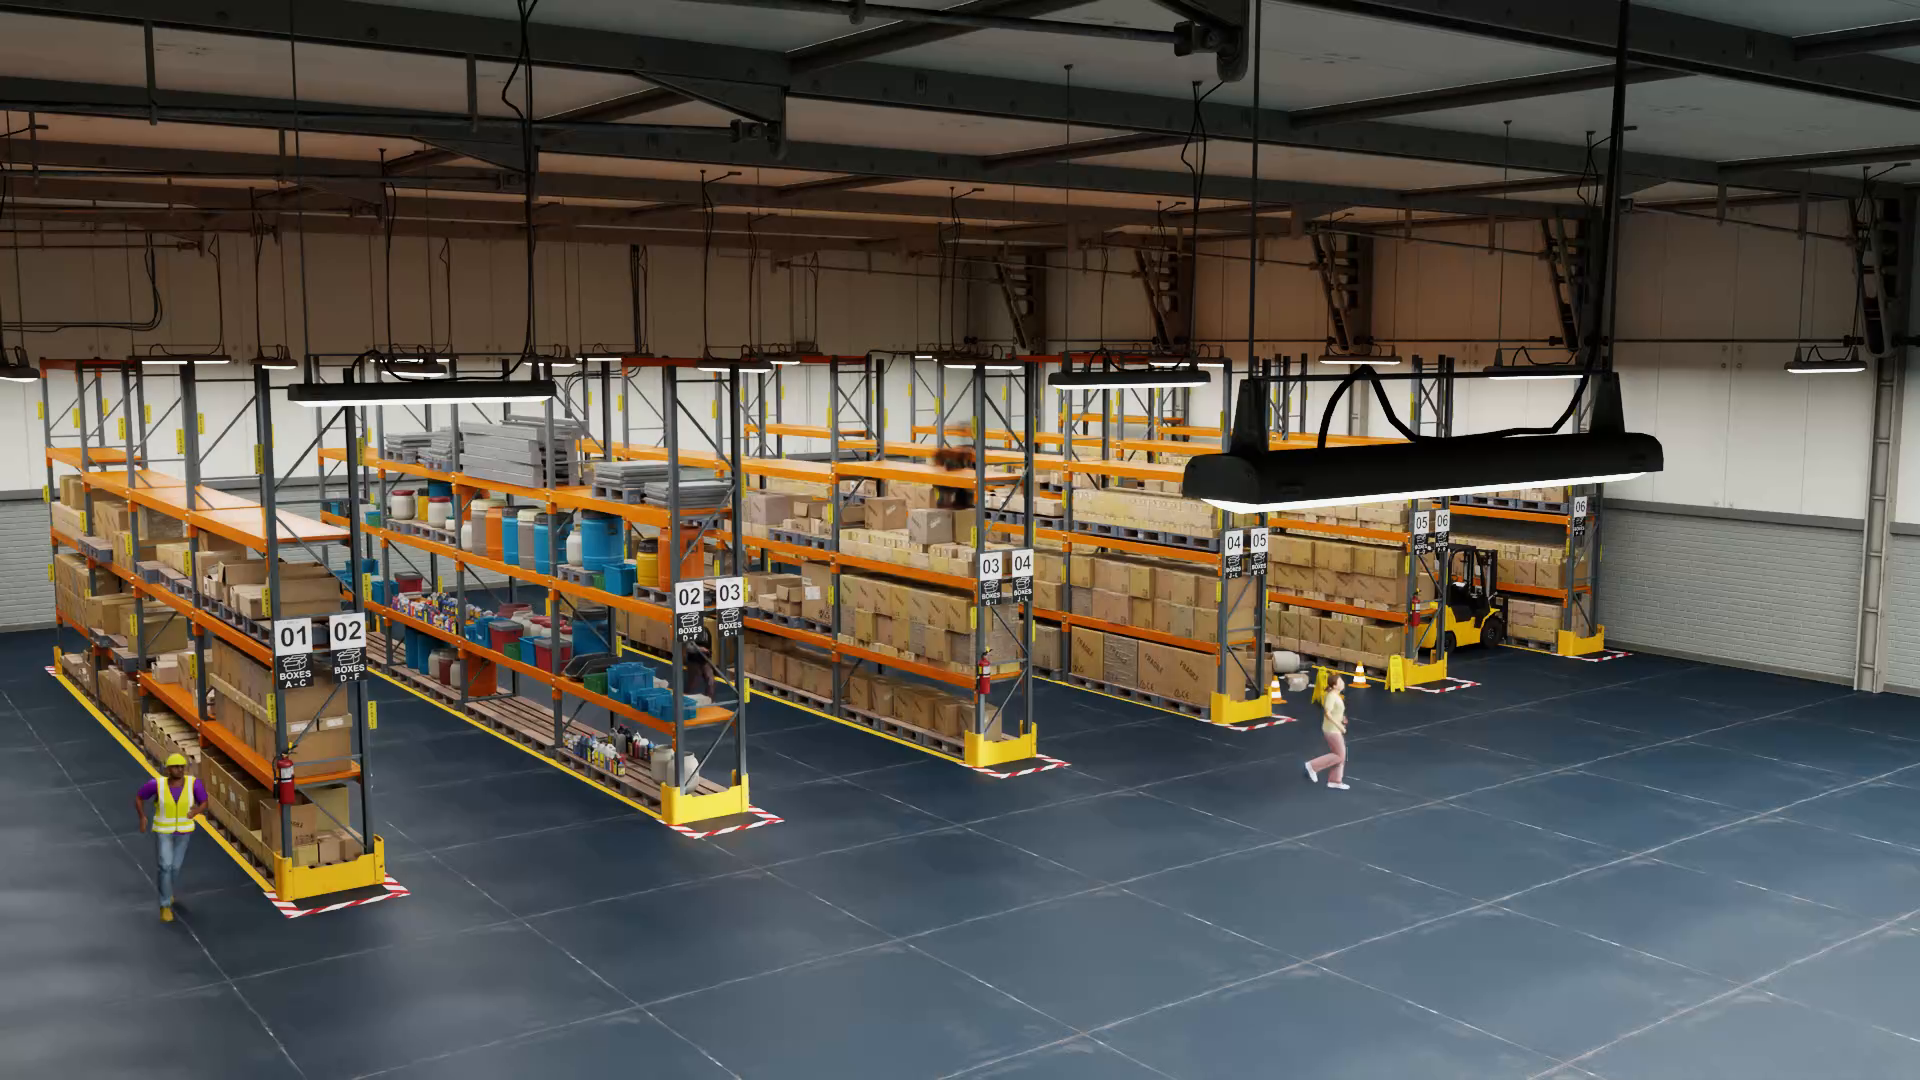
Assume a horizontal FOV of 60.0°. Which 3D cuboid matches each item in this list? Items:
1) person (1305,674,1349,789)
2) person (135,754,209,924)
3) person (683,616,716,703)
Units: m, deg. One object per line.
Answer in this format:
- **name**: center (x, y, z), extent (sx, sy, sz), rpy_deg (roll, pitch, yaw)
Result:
- **person**: center (5.218, 2.707, 23.575), extent (0.635, 1.644, 0.580), rpy_deg (1, 7, 8)
- **person**: center (-8.713, 3.251, 18.493), extent (0.719, 1.758, 0.882), rpy_deg (-5, 9, -37)
- **person**: center (-4.438, 2.088, 28.162), extent (0.954, 1.724, 0.632), rpy_deg (6, 9, 39)
